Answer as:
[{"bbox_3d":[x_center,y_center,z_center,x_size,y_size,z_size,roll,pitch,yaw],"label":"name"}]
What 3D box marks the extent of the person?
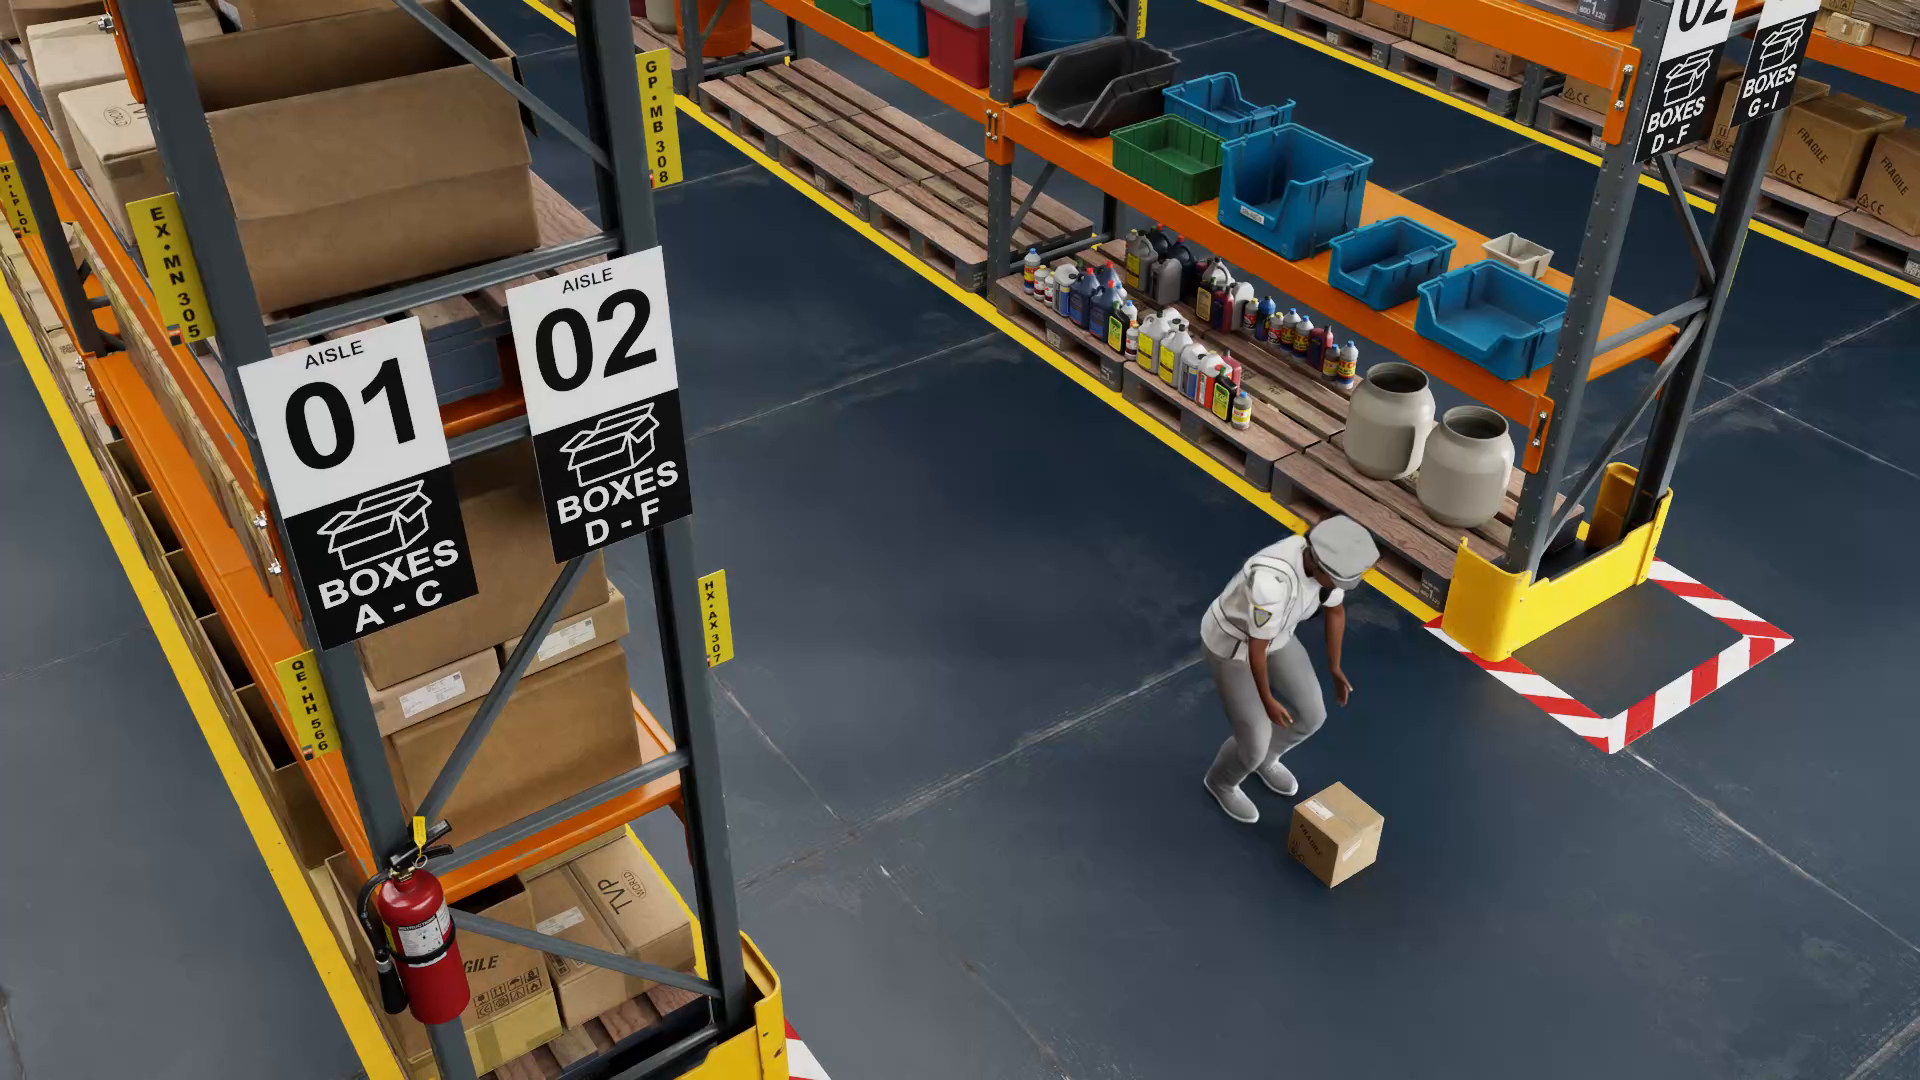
[{"bbox_3d":[1.268,0.468,6.548,0.492,1.464,0.649,-22,42,-27],"label":"person"}]
